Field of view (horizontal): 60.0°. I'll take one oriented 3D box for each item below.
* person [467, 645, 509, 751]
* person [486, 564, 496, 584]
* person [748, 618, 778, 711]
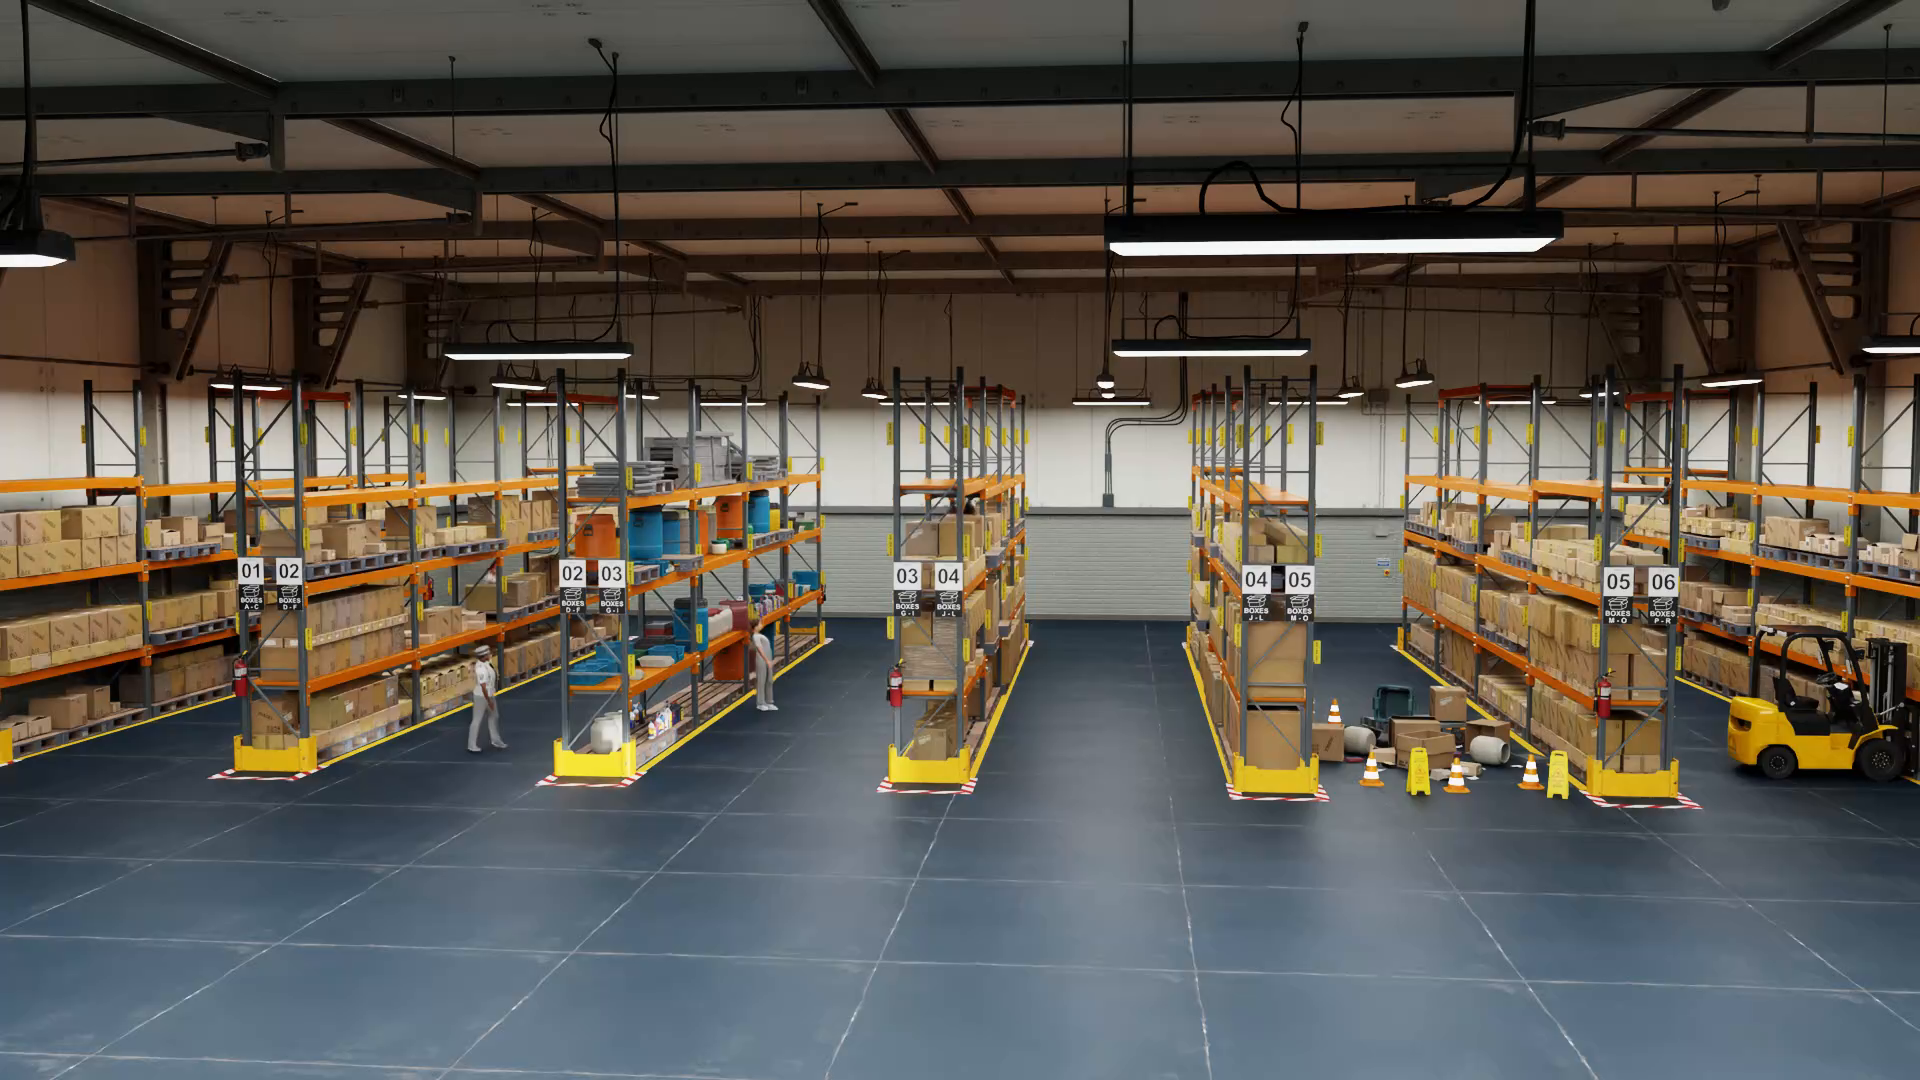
[{"bbox_3d":[-7.572,2.526,26.586,0.517,1.716,0.621,0,4,6],"label":"person"},{"bbox_3d":[-11.898,1.472,42.332,0.655,1.759,0.611,0,4,7],"label":"person"},{"bbox_3d":[-3.544,2.262,30.209,0.556,1.693,0.544,2,4,25],"label":"person"}]
